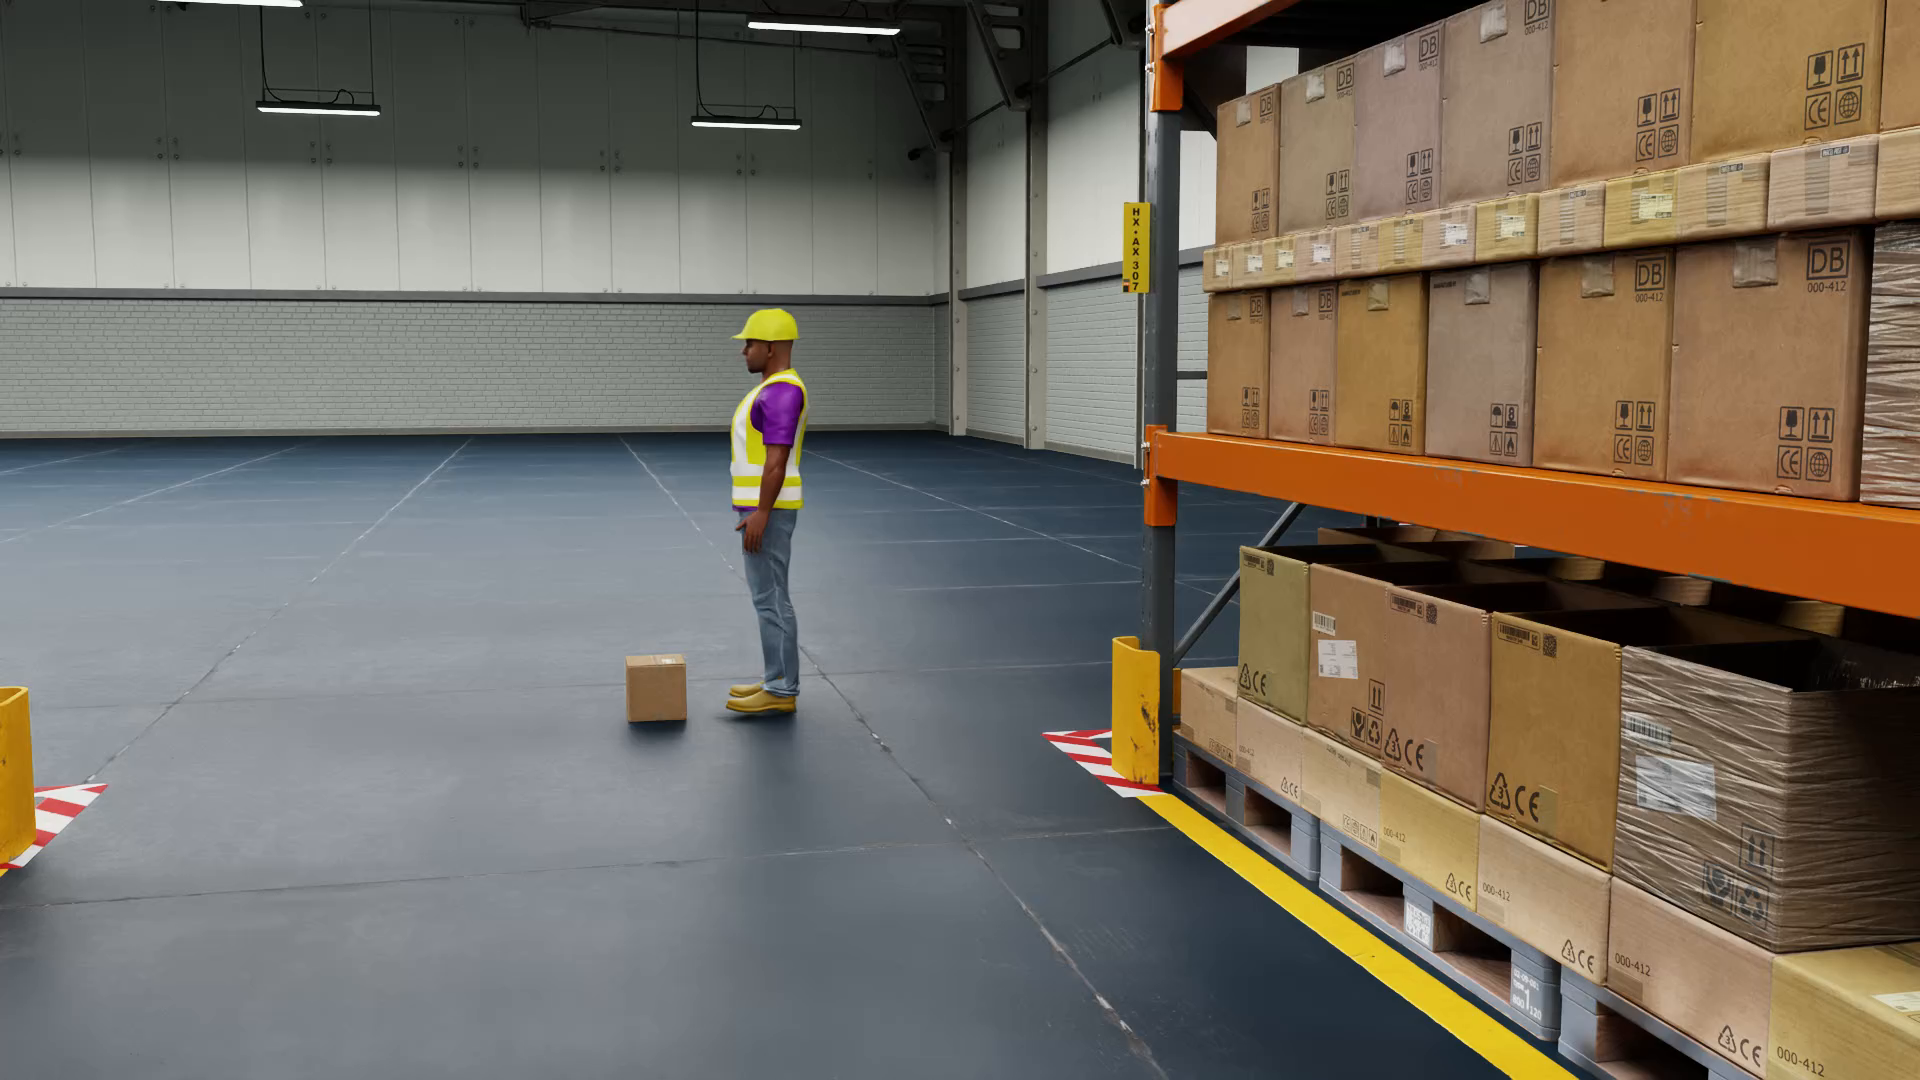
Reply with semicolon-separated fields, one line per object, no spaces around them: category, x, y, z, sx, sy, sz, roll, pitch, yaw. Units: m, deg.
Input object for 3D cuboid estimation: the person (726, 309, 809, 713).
person;-0.865;-0.137;7.407;0.380;1.768;0.576;-1;6;-8
